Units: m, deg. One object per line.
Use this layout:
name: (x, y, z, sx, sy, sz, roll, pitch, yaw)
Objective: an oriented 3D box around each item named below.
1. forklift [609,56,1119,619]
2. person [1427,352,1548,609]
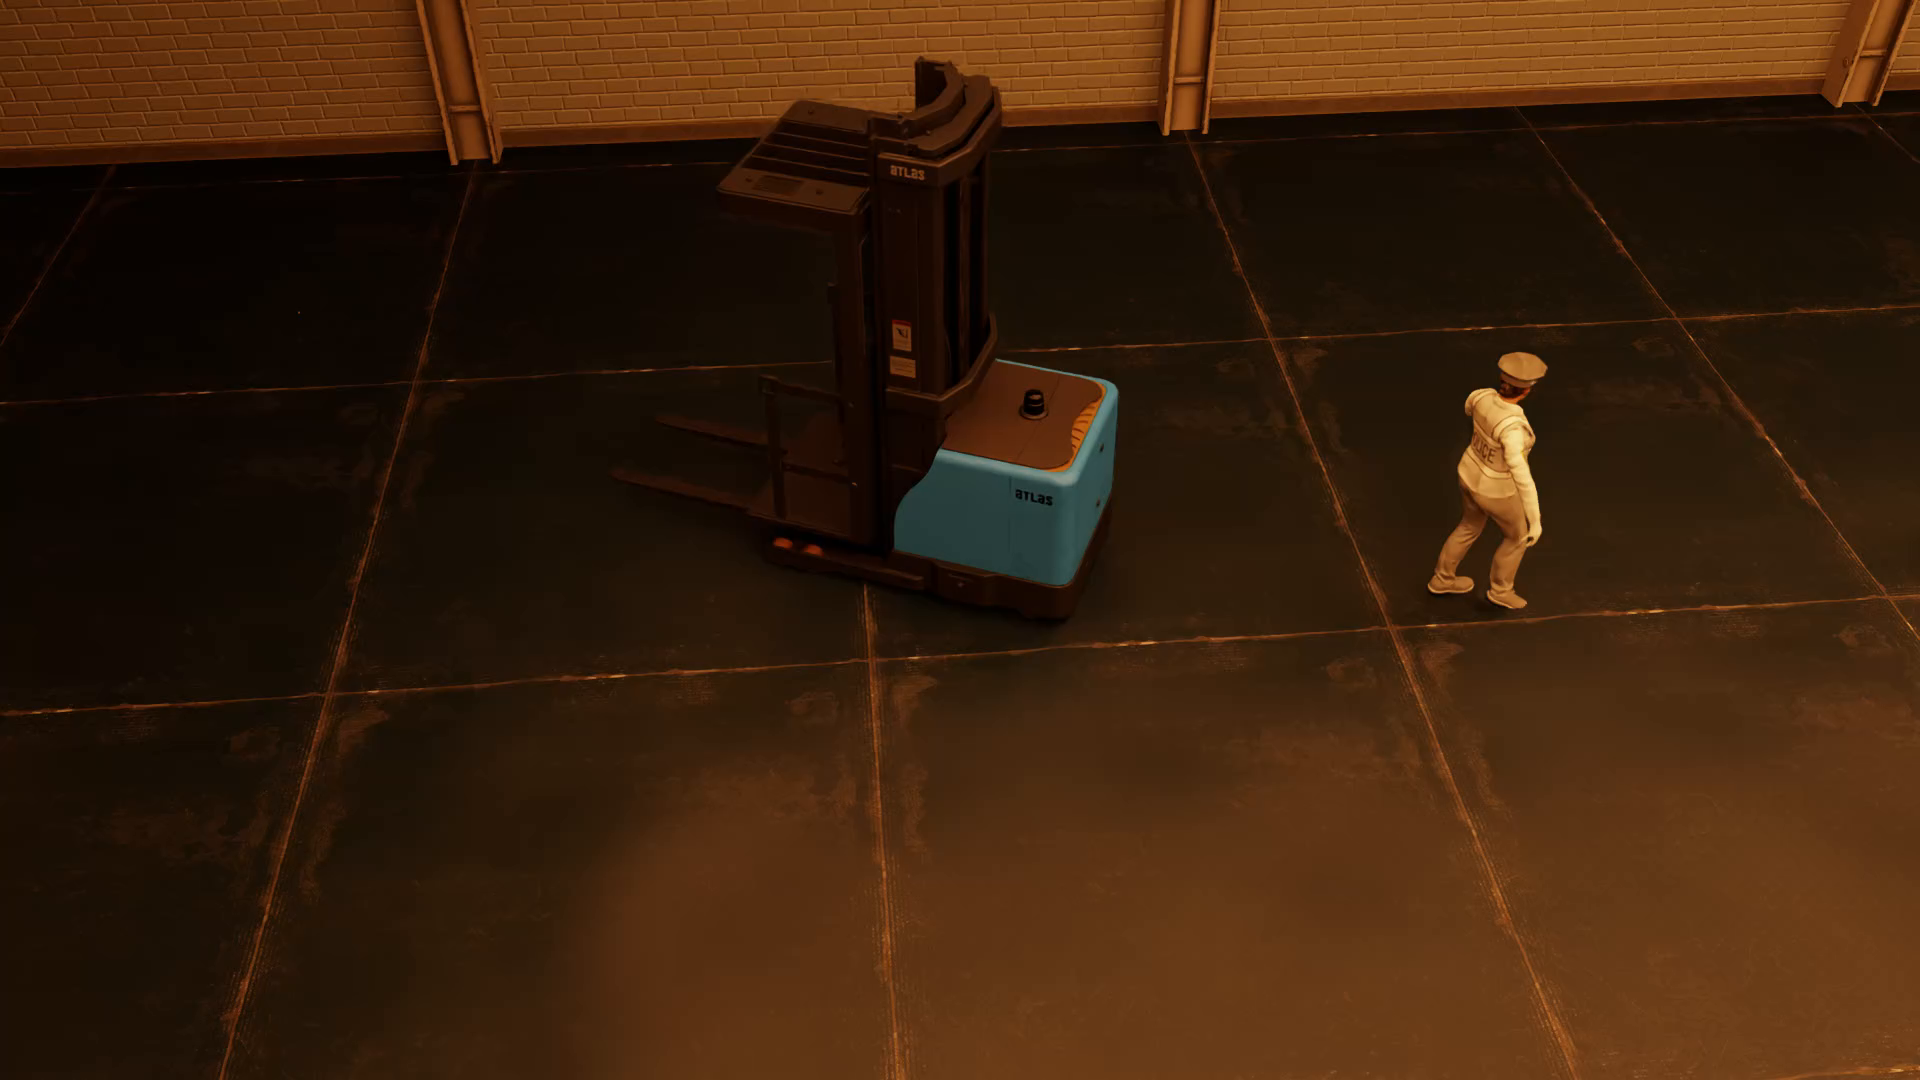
forklift: (-0.643, -1.232, 9.378, 3.031, 2.935, 1.130, 13, 42, 14)
person: (3.047, -0.293, 9.318, 0.546, 1.694, 0.900, -9, 41, -11)
